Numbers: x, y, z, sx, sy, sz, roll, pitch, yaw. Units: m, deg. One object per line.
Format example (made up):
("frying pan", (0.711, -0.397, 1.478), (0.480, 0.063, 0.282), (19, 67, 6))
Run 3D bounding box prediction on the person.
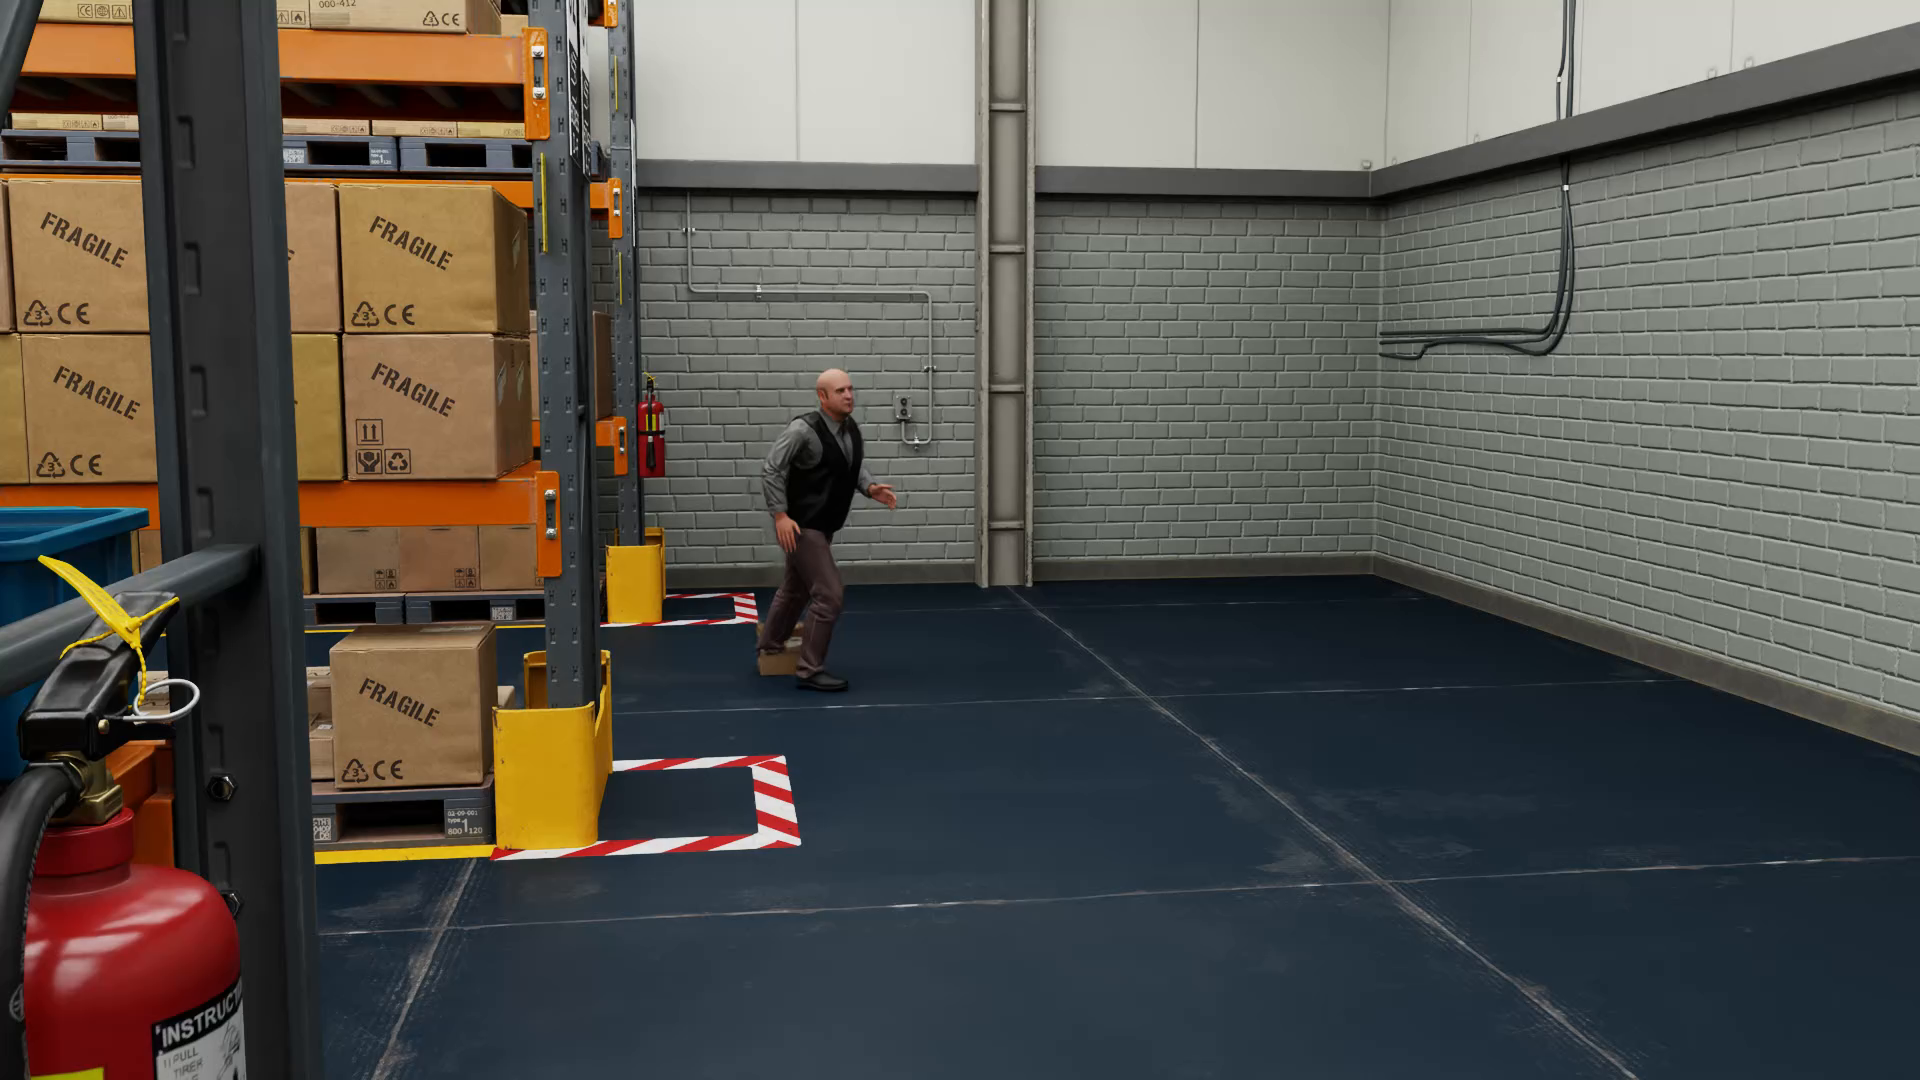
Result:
("person", (-0.740, -0.062, 8.673), (0.866, 1.656, 0.701), (2, 7, 19))
